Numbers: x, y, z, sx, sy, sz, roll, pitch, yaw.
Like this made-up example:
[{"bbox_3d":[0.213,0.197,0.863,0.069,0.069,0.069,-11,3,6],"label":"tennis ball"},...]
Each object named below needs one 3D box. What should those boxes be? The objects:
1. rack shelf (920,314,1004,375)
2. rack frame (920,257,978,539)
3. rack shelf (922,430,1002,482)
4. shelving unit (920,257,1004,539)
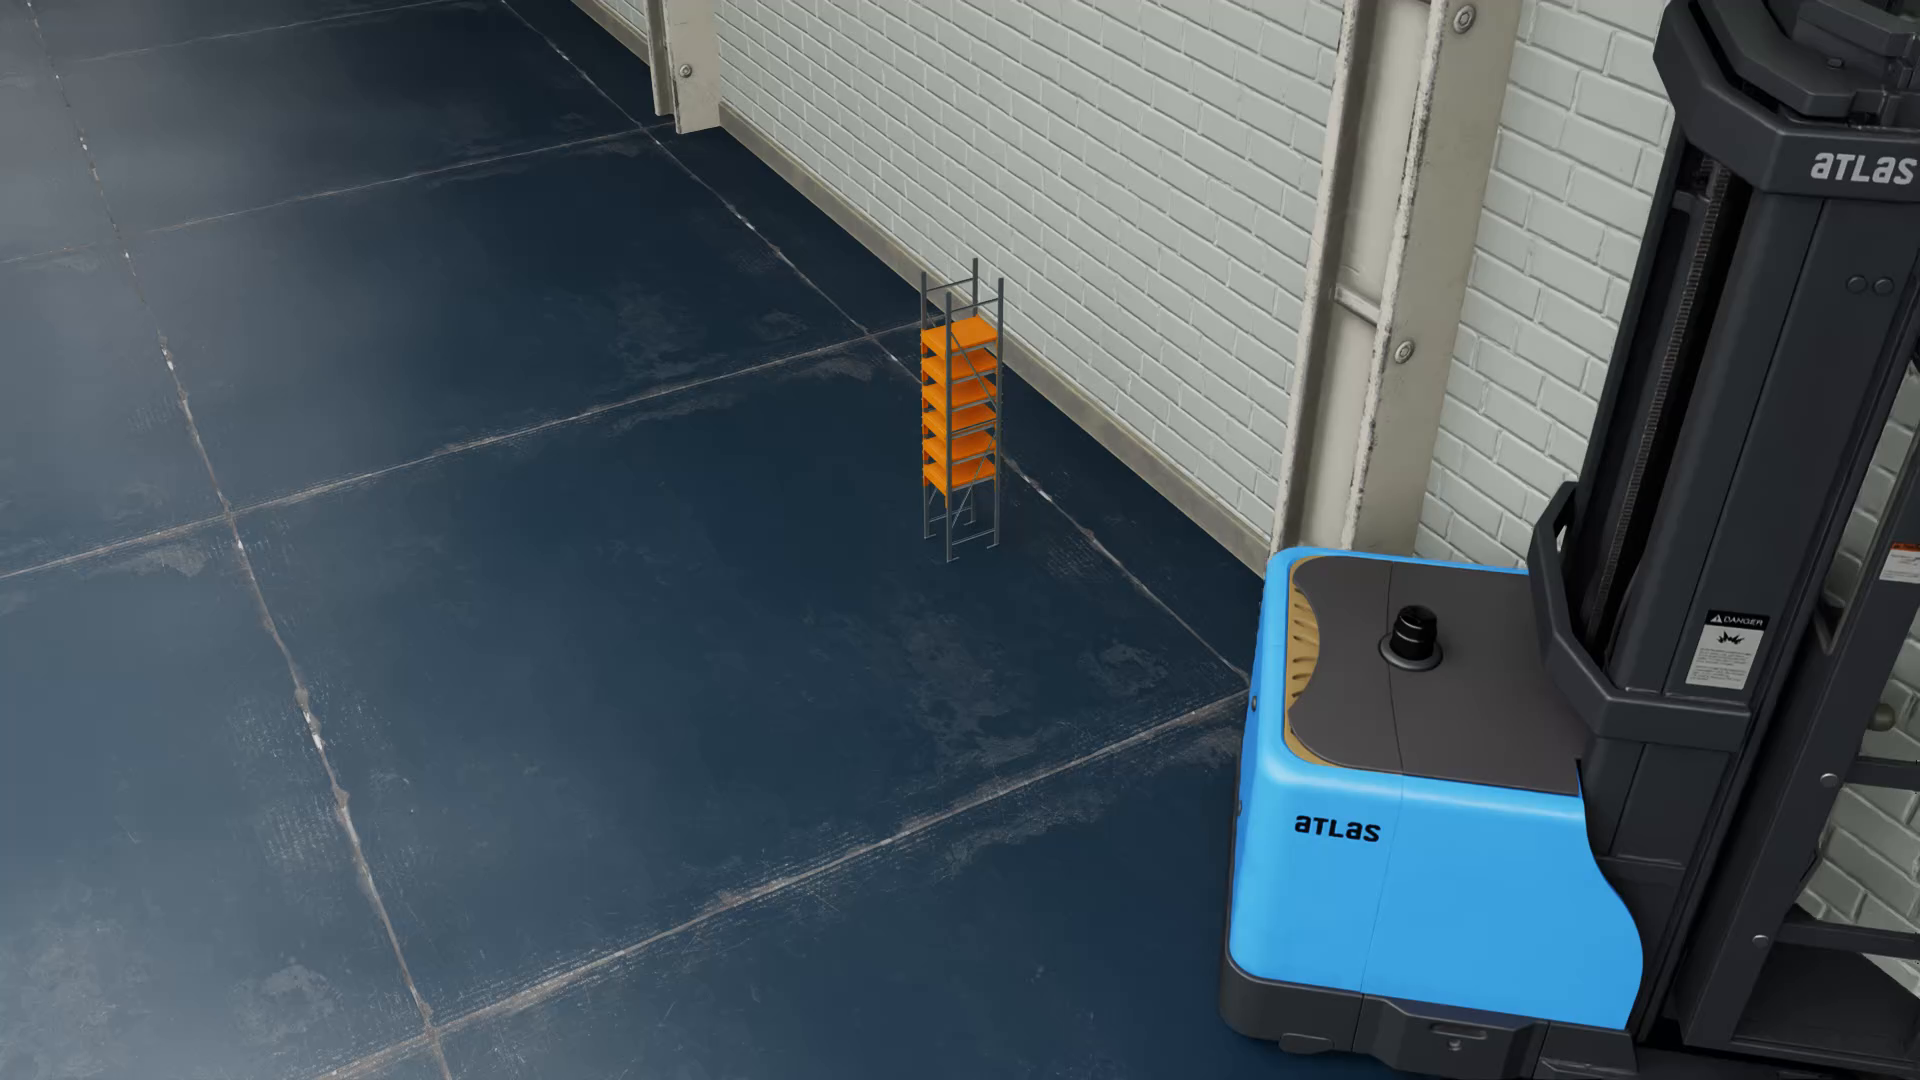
[{"bbox_3d":[0.007,-0.732,6.200,0.258,0.103,0.180,-19,40,-24],"label":"rack shelf"},{"bbox_3d":[-0.039,-0.524,6.450,0.240,1.200,0.006,-19,40,-24],"label":"rack frame"},{"bbox_3d":[0.007,-0.344,6.483,0.258,0.103,0.180,-19,40,-24],"label":"rack shelf"},{"bbox_3d":[-7.825,-5.445,12.679,5.752,1.800,21.905,-19,40,-24],"label":"shelving unit"}]
